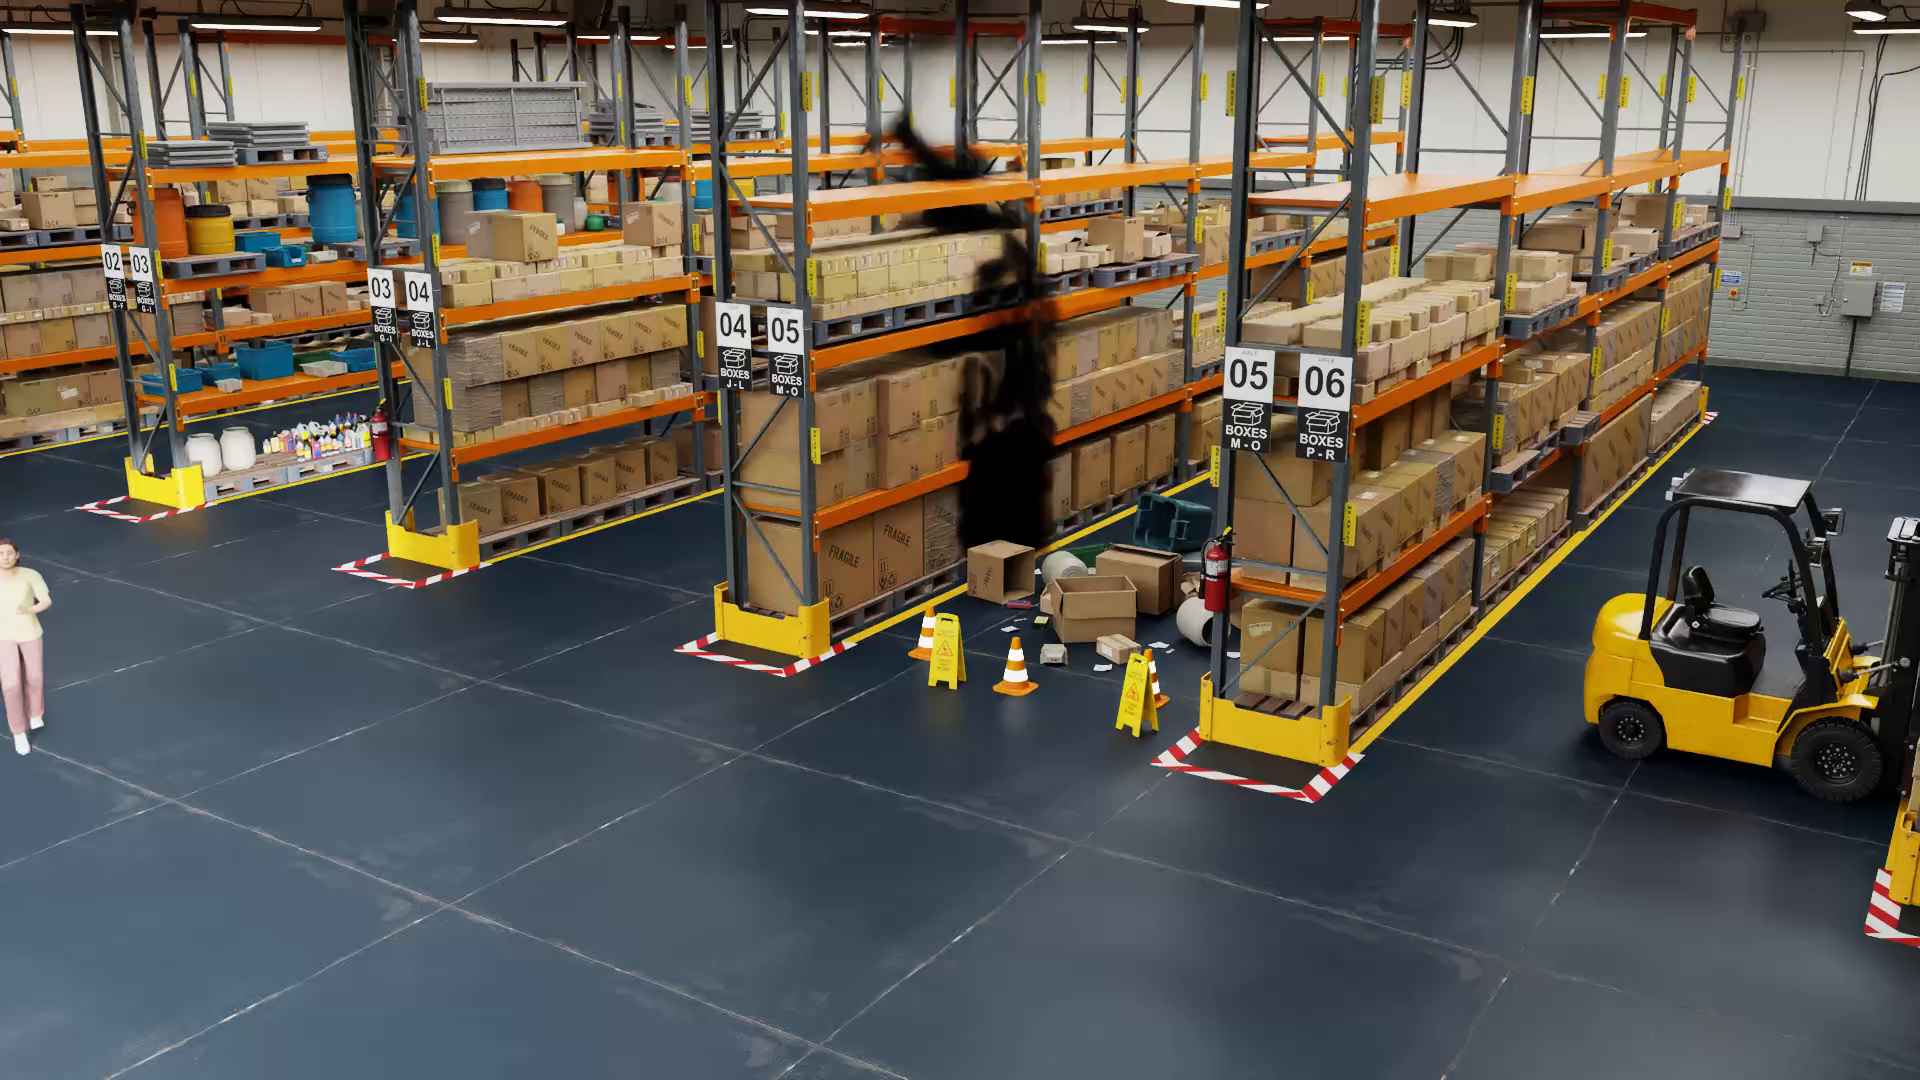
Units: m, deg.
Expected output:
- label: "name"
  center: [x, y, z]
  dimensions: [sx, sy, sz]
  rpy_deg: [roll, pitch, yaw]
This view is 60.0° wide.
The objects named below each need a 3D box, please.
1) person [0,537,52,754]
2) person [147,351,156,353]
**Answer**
- label: "person"
  center: [-7.475, 0.814, 13.196]
  dimensions: [0.543, 1.715, 0.723]
  rpy_deg: [-10, 18, -32]
- label: "person"
  center: [-13.197, -3.189, 27.243]
  dimensions: [0.714, 1.763, 1.082]
  rpy_deg: [7, 17, 24]
